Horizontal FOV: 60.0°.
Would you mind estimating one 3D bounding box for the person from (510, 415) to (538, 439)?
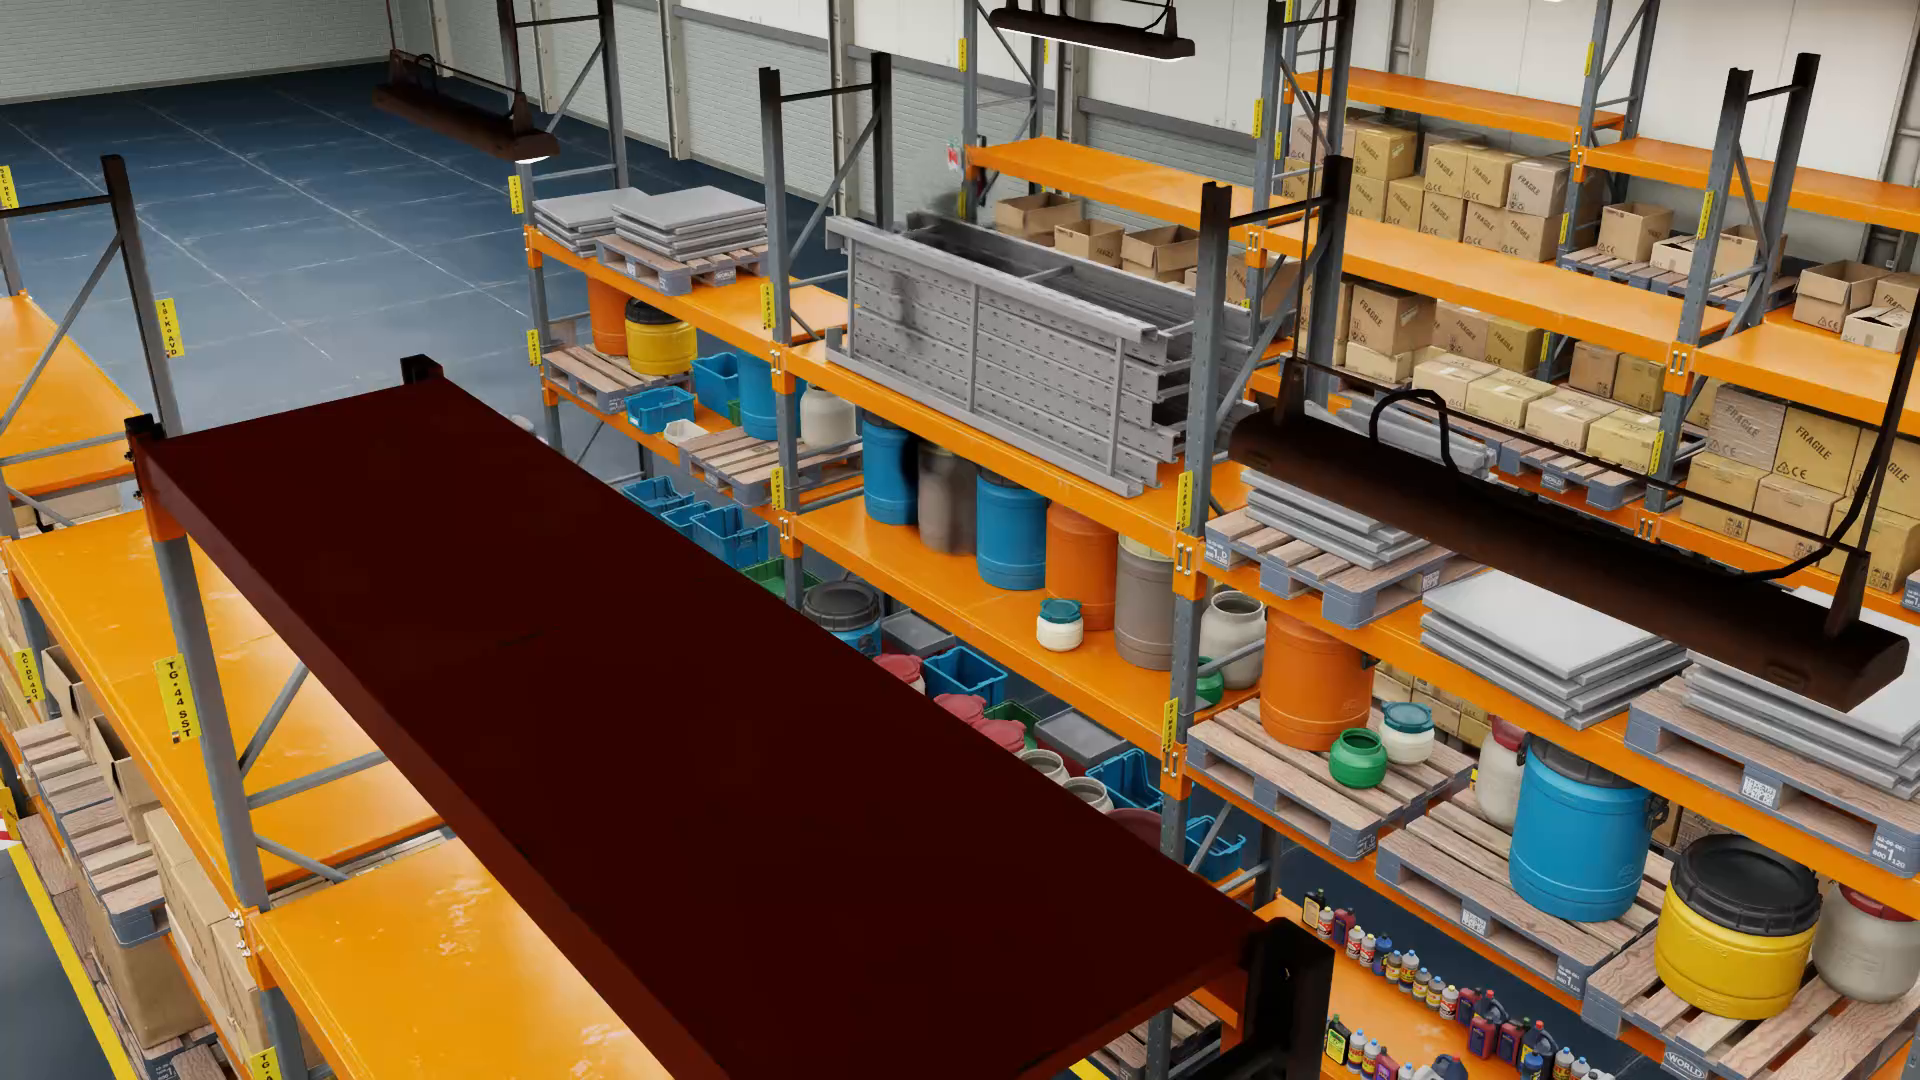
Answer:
[{"bbox_3d":[-4.483,-0.475,17.329,0.811,1.749,0.617,1,26,3],"label":"person"}]
